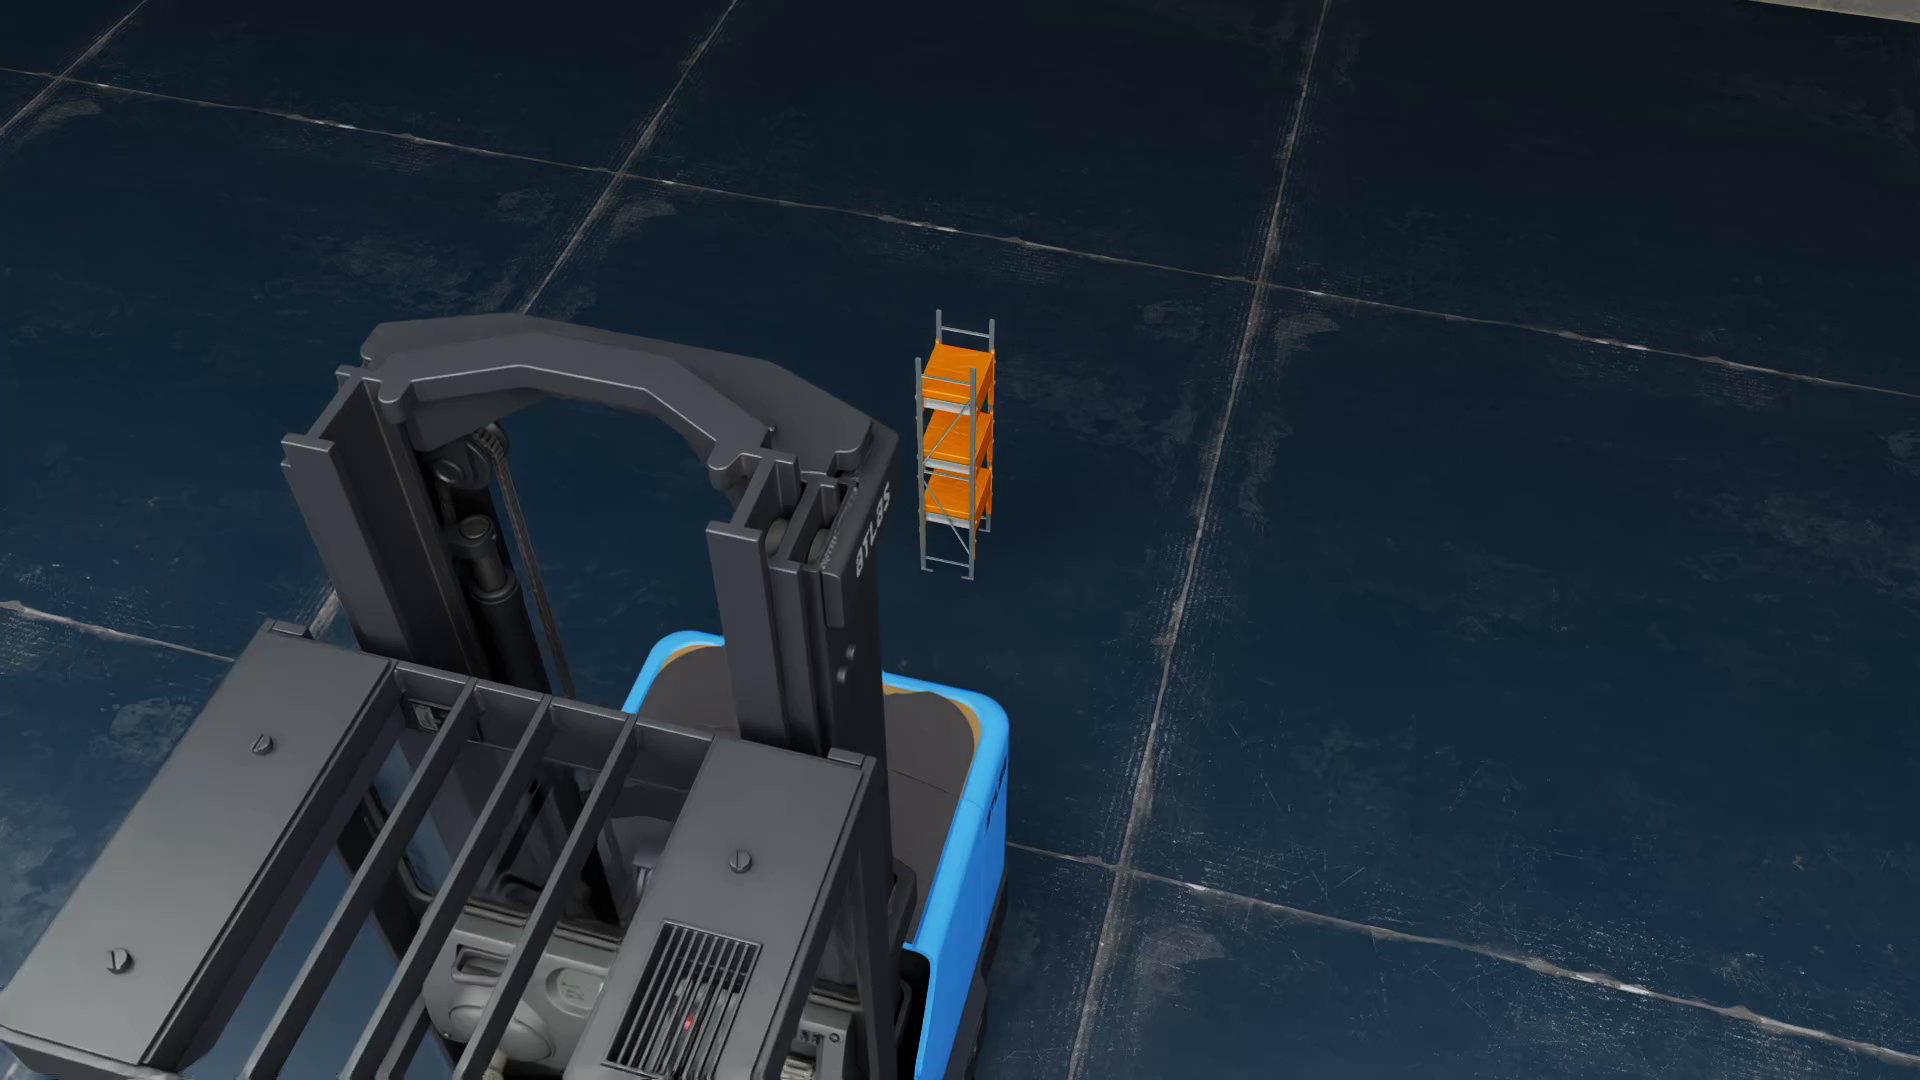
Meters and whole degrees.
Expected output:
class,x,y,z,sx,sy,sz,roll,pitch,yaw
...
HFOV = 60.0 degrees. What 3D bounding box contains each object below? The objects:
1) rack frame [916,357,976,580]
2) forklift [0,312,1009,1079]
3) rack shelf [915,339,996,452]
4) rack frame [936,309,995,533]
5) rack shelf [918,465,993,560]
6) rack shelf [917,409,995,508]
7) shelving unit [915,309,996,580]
class,x,y,z,sx,sy,sz,roll,pitch,yaw
rack frame,-0.046,-0.220,5.744,0.200,1.050,0.008,12,50,10
forklift,-0.733,1.138,3.291,1.130,2.935,3.031,12,50,10
rack shelf,-0.014,-0.489,5.617,0.215,0.259,0.240,12,50,10
rack frame,0.018,-0.397,5.900,0.200,1.050,0.008,12,50,10
rack shelf,-0.014,-0.118,6.039,0.215,0.259,0.240,12,50,10
rack shelf,-0.014,-0.302,5.830,0.215,0.259,0.240,12,50,10
shelving unit,-0.014,-0.309,5.822,0.215,1.050,0.252,12,50,10
